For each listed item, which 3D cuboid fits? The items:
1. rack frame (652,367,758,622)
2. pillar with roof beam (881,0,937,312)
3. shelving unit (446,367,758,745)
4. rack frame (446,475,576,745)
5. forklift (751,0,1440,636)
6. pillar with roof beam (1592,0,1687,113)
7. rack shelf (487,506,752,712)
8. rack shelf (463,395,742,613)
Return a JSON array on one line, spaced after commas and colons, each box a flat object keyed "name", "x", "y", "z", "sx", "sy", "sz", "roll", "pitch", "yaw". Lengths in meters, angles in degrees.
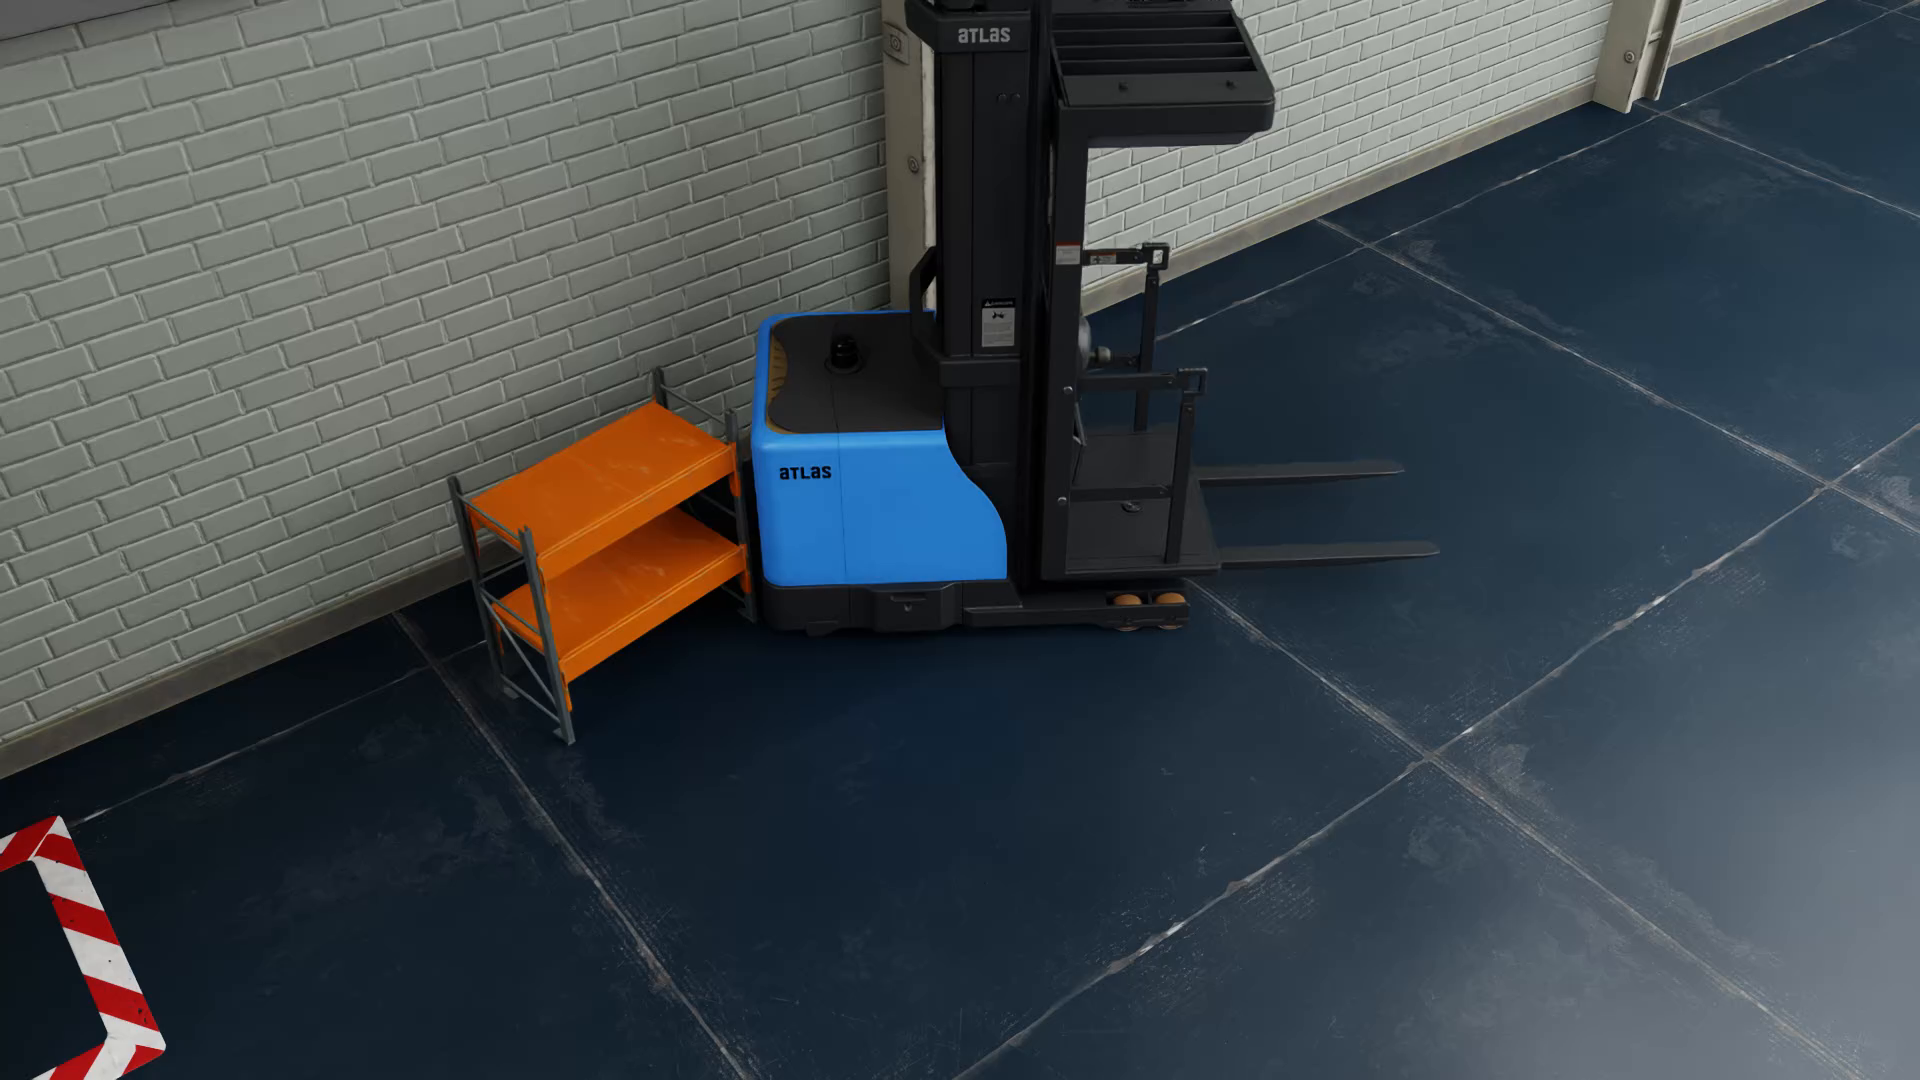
[{"name": "rack frame", "x": -1.100, "y": -0.181, "z": 7.217, "sx": 0.500, "sy": 1.125, "sz": 0.032, "roll": 30, "pitch": 48, "yaw": 31}, {"name": "pillar with roof beam", "x": 2.517, "y": -2.090, "z": 3.336, "sx": 0.400, "sy": 9.000, "sz": 9.100, "roll": -26, "pitch": 46, "yaw": -28}, {"name": "shelving unit", "x": -1.442, "y": 0.058, "z": 6.926, "sx": 0.538, "sy": 1.125, "sz": 1.048, "roll": 30, "pitch": 48, "yaw": 31}, {"name": "rack frame", "x": -1.783, "y": 0.296, "z": 6.635, "sx": 0.500, "sy": 1.125, "sz": 0.032, "roll": 30, "pitch": 48, "yaw": 31}, {"name": "forklift", "x": 0.626, "y": -1.064, "z": 6.869, "sx": 3.031, "sy": 2.935, "sz": 1.130, "roll": -2, "pitch": 39, "yaw": -2}, {"name": "pillar with roof beam", "x": 7.274, "y": -4.409, "z": 6.163, "sx": 0.400, "sy": 9.000, "sz": 9.100, "roll": -26, "pitch": 46, "yaw": -28}, {"name": "rack shelf", "x": -1.442, "y": 0.247, "z": 7.081, "sx": 0.538, "sy": 0.278, "sz": 1.000, "roll": 30, "pitch": 48, "yaw": 31}, {"name": "rack shelf", "x": -1.442, "y": -0.169, "z": 6.741, "sx": 0.538, "sy": 0.278, "sz": 1.000, "roll": 30, "pitch": 48, "yaw": 31}]
